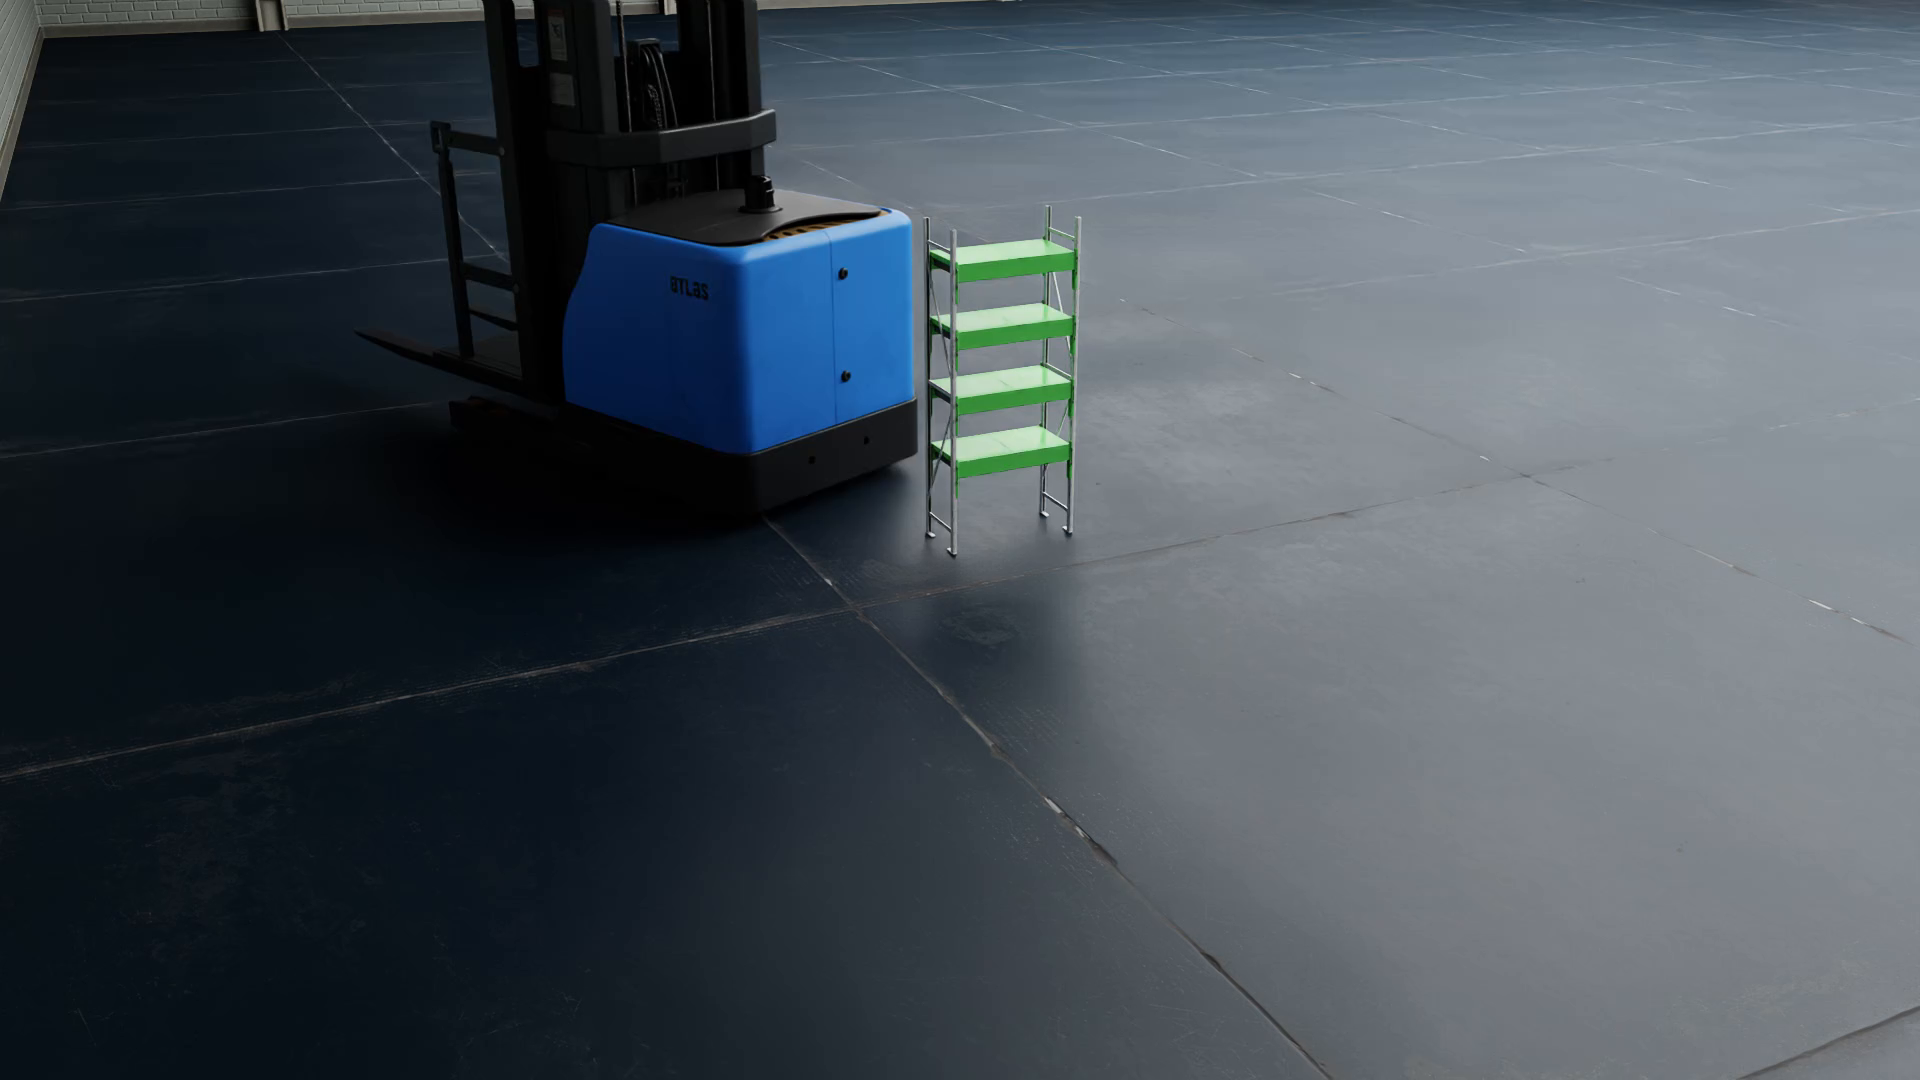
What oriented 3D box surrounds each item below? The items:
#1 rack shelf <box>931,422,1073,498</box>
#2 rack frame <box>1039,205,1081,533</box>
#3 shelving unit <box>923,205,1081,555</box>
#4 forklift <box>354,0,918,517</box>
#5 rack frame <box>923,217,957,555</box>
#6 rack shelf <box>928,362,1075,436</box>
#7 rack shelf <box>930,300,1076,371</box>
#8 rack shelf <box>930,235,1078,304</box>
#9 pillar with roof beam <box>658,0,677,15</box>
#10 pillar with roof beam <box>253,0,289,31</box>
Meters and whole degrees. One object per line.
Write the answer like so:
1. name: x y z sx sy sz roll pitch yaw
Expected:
1. rack shelf: 0.149 -0.301 6.203 0.480 0.148 0.258 -10 25 -24
2. rack frame: 0.369 -0.622 6.185 0.015 1.200 0.240 -10 25 -24
3. shelving unit: 0.149 -0.582 6.087 0.503 1.200 0.258 -10 25 -24
4. forklift: -1.617 -1.894 6.994 3.031 2.935 1.130 18 29 37
5. rack frame: -0.071 -0.541 5.989 0.015 1.200 0.240 -10 25 -24
6. rack shelf: 0.149 -0.523 6.111 0.480 0.148 0.258 -10 25 -24
7. rack shelf: 0.149 -0.745 6.019 0.480 0.148 0.258 -10 25 -24
8. rack shelf: 0.149 -0.966 5.928 0.480 0.148 0.258 -10 25 -24
9. pillar with roof beam: -2.704 -11.081 21.254 0.400 9.000 9.100 -10 25 -24
10. pillar with roof beam: -8.111 -10.086 18.850 0.400 9.000 9.100 -10 25 -24
